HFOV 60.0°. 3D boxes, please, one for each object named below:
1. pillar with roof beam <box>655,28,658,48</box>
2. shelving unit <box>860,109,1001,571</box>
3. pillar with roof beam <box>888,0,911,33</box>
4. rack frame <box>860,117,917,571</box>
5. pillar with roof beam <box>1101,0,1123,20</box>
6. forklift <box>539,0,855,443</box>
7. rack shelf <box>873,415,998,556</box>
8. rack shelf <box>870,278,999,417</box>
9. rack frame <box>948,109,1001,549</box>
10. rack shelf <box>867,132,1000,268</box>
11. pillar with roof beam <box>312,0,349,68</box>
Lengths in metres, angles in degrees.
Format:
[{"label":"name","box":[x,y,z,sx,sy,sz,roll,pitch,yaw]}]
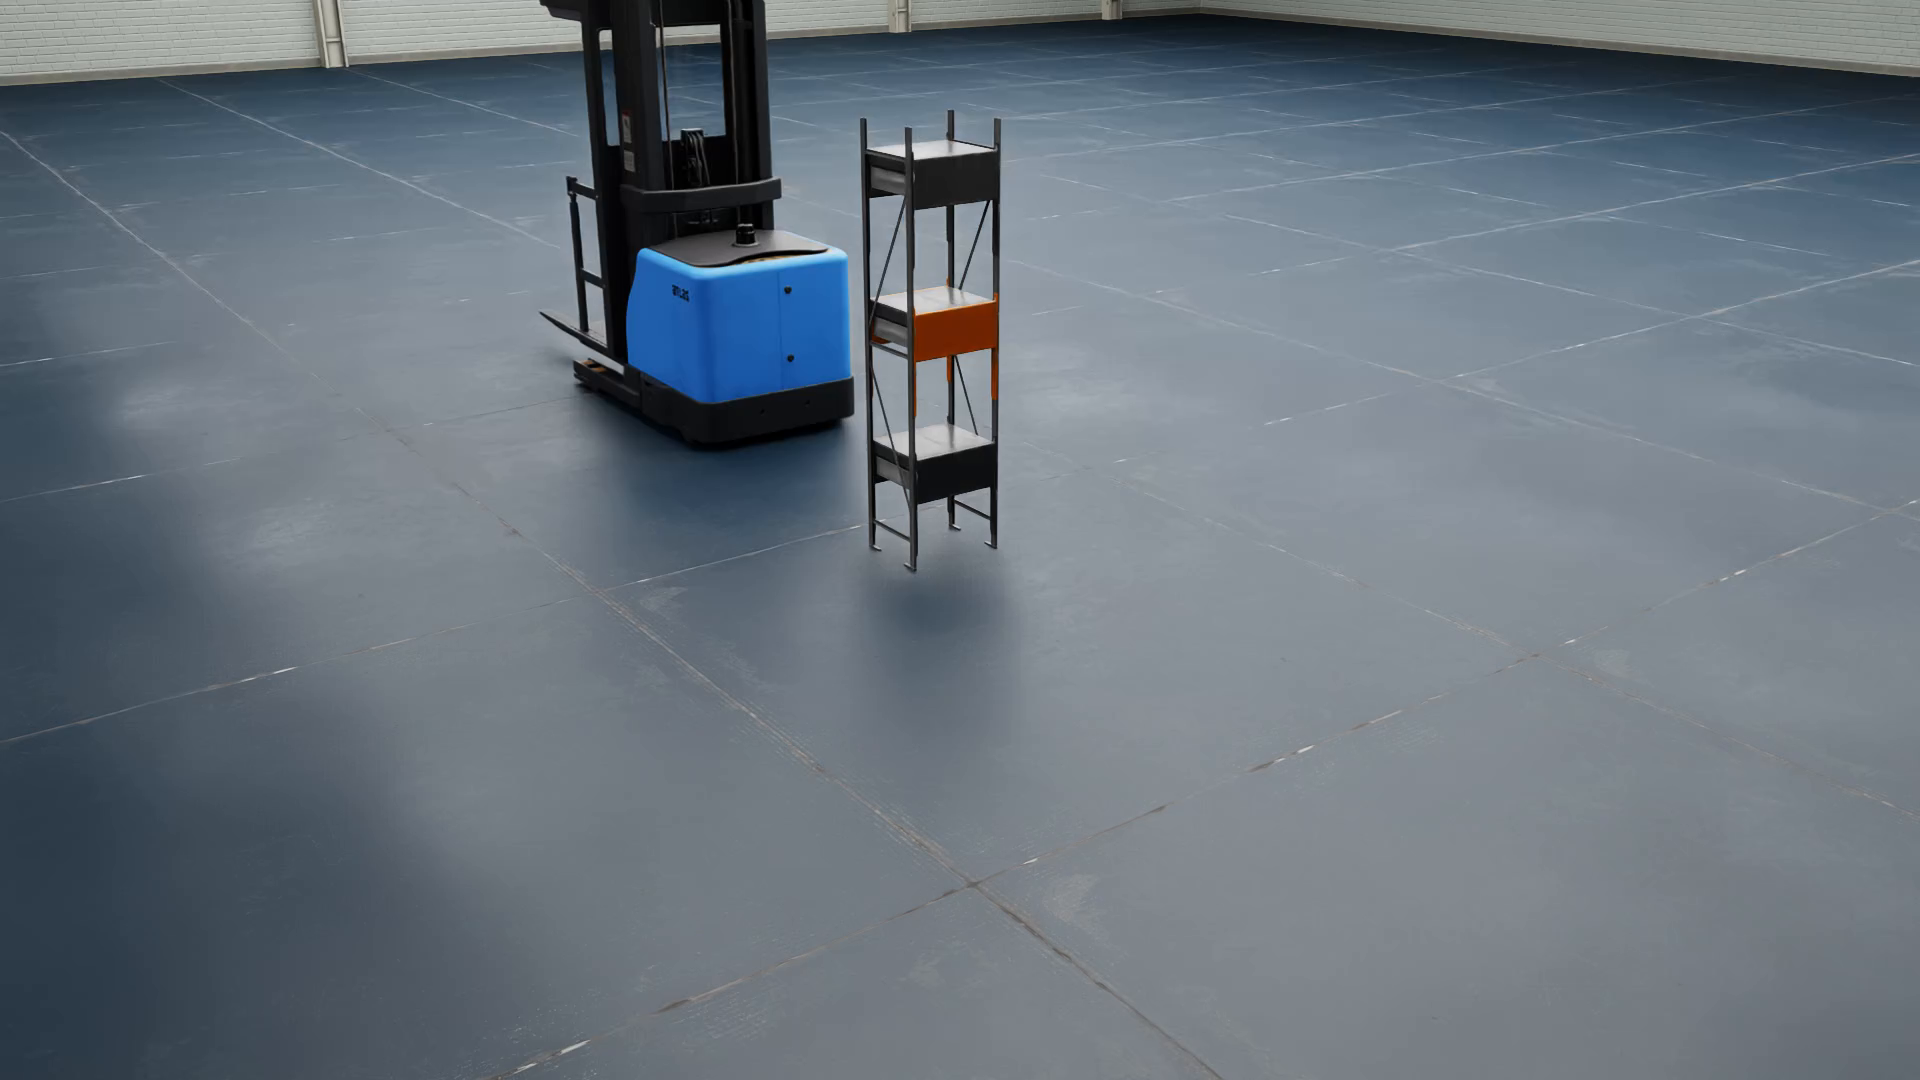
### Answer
[{"label":"pillar with roof beam","box":[-3.657,-12.550,27.722,0.400,9.000,9.100,-15,26,-33]},{"label":"shelving unit","box":[-0.134,-0.939,7.934,0.503,2.100,0.431,-15,26,-33]},{"label":"pillar with roof beam","box":[1.213,-13.849,30.977,0.400,9.000,9.100,-15,26,-33]},{"label":"rack frame","box":[-0.332,-0.887,7.801,0.015,2.100,0.400,-15,26,-33]},{"label":"pillar with roof beam","box":[6.084,-15.148,34.231,0.400,9.000,9.100,-15,26,-33]},{"label":"forklift","box":[-1.891,-2.411,10.500,1.130,2.935,3.031,-14,26,-32]},{"label":"rack shelf","box":[-0.134,-0.277,8.198,0.480,0.518,0.431,-15,26,-33]},{"label":"rack shelf","box":[-0.134,-0.927,7.939,0.480,0.518,0.431,-15,26,-33]},{"label":"rack frame","box":[0.064,-0.992,8.066,0.015,2.100,0.400,-15,26,-33]},{"label":"rack shelf","box":[-0.134,-1.577,7.679,0.480,0.518,0.431,-15,26,-33]},{"label":"pillar with roof beam","box":[-8.528,-11.252,24.468,0.400,9.000,9.100,-15,26,-33]}]
